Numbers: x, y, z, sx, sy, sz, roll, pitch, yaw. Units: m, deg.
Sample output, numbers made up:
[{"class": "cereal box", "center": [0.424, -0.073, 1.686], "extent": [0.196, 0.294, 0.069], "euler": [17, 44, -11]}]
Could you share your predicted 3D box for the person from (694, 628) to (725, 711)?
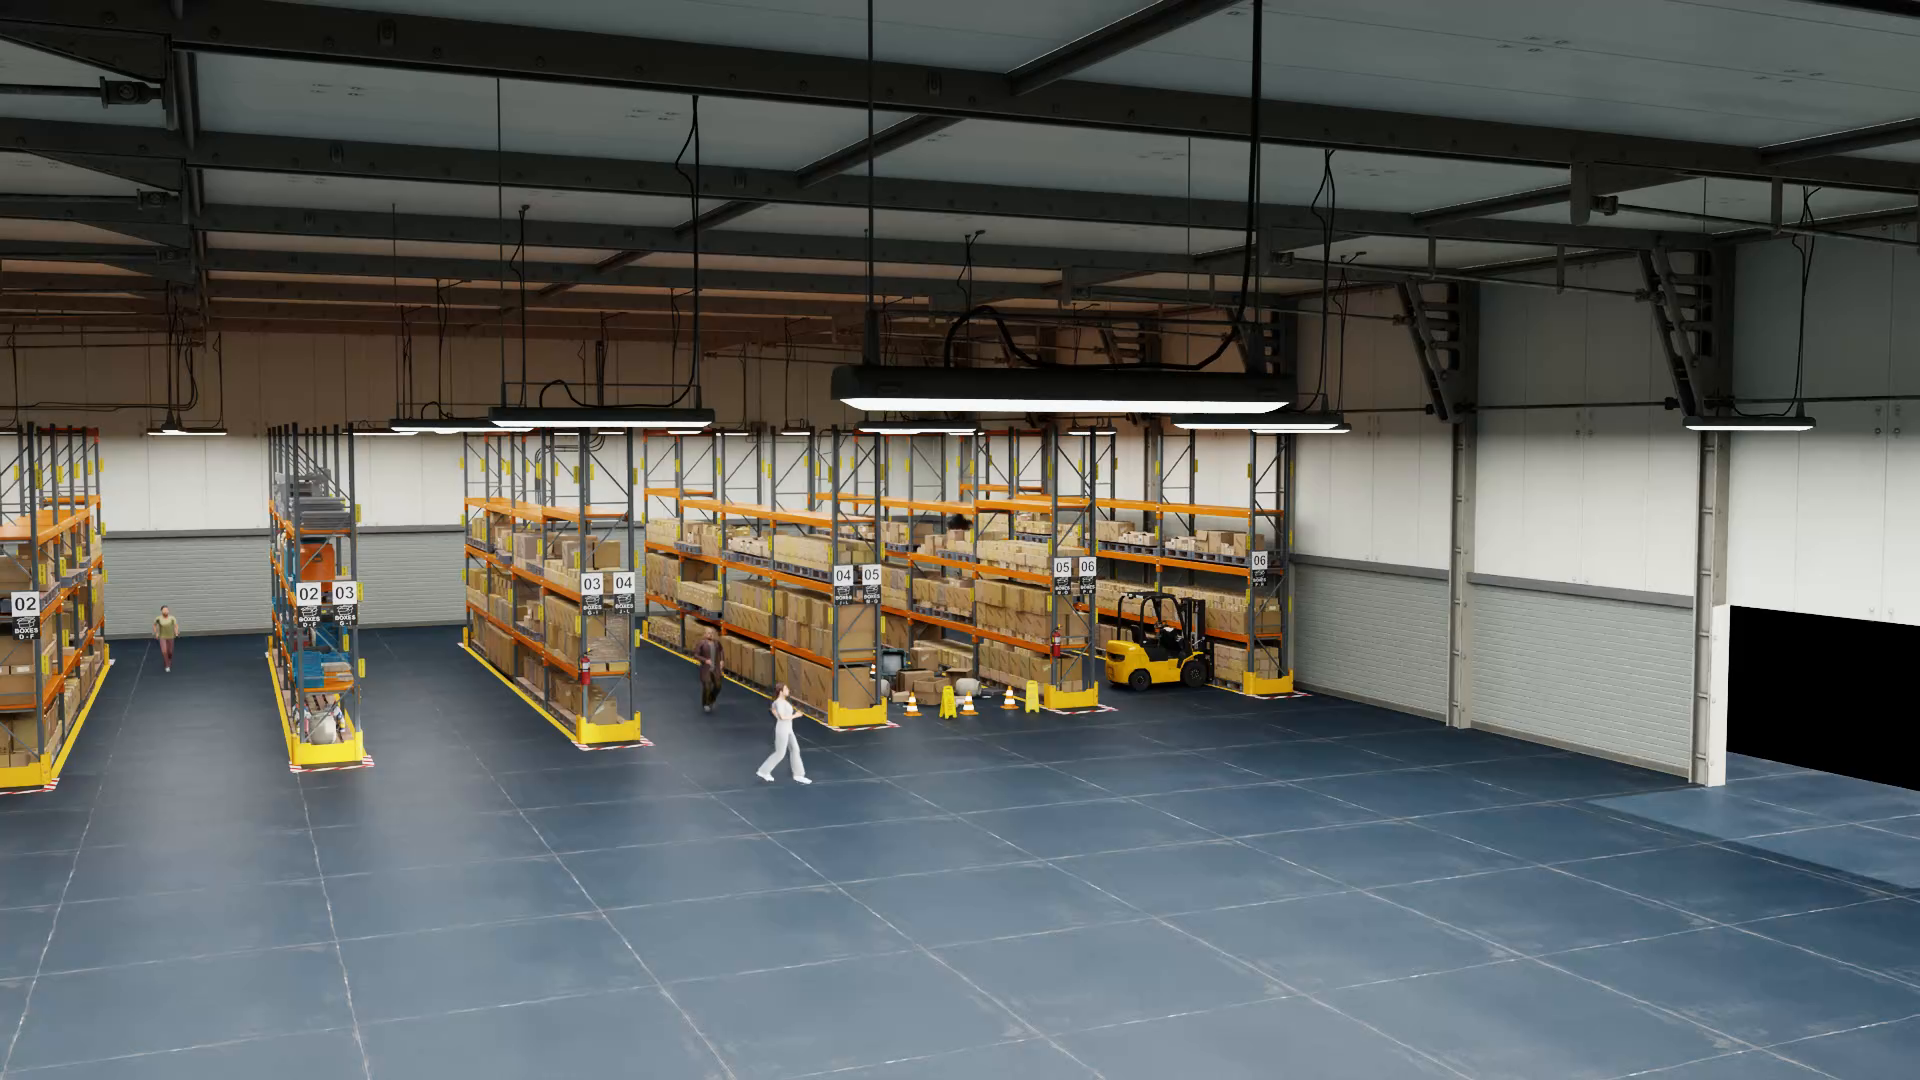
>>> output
[{"class": "person", "center": [-5.207, 2.719, 34.811], "extent": [0.735, 1.757, 0.682], "euler": [-2, 4, -31]}]

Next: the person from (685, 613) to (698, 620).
[{"class": "person", "center": [-8.109, 1.921, 49.234], "extent": [0.625, 1.599, 0.652], "euler": [1, 4, 23]}]

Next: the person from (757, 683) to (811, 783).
[{"class": "person", "center": [-2.907, 3.183, 27.412], "extent": [0.891, 1.680, 0.566], "euler": [0, 3, 2]}]

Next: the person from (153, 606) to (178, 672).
[{"class": "person", "center": [-19.589, 2.414, 41.003], "extent": [0.565, 1.630, 0.734], "euler": [-2, 4, -30]}]
